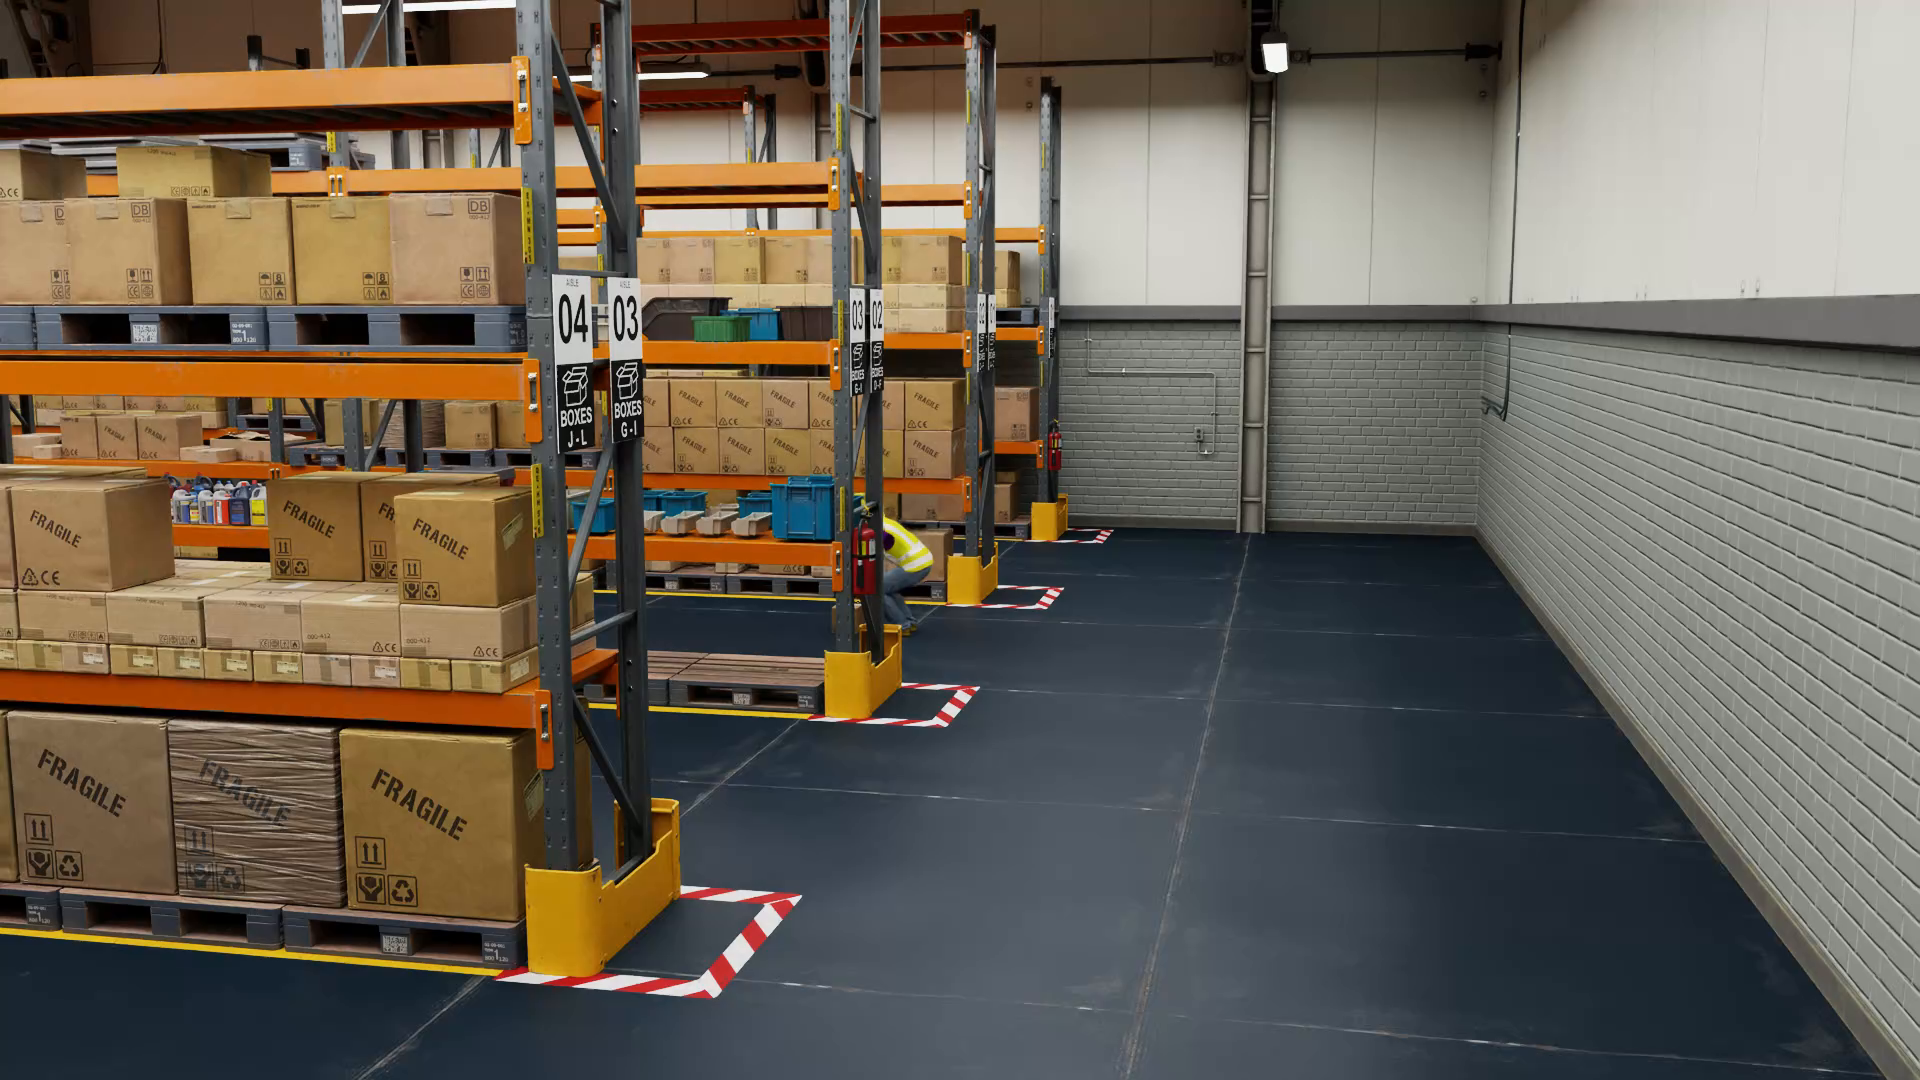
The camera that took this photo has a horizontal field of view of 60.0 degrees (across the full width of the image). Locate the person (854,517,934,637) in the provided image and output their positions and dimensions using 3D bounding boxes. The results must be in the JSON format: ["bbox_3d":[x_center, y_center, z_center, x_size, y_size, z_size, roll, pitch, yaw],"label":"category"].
[{"bbox_3d":[-0.681,0.284,15.657,0.838,1.224,0.622,2,8,11],"label":"person"}]
